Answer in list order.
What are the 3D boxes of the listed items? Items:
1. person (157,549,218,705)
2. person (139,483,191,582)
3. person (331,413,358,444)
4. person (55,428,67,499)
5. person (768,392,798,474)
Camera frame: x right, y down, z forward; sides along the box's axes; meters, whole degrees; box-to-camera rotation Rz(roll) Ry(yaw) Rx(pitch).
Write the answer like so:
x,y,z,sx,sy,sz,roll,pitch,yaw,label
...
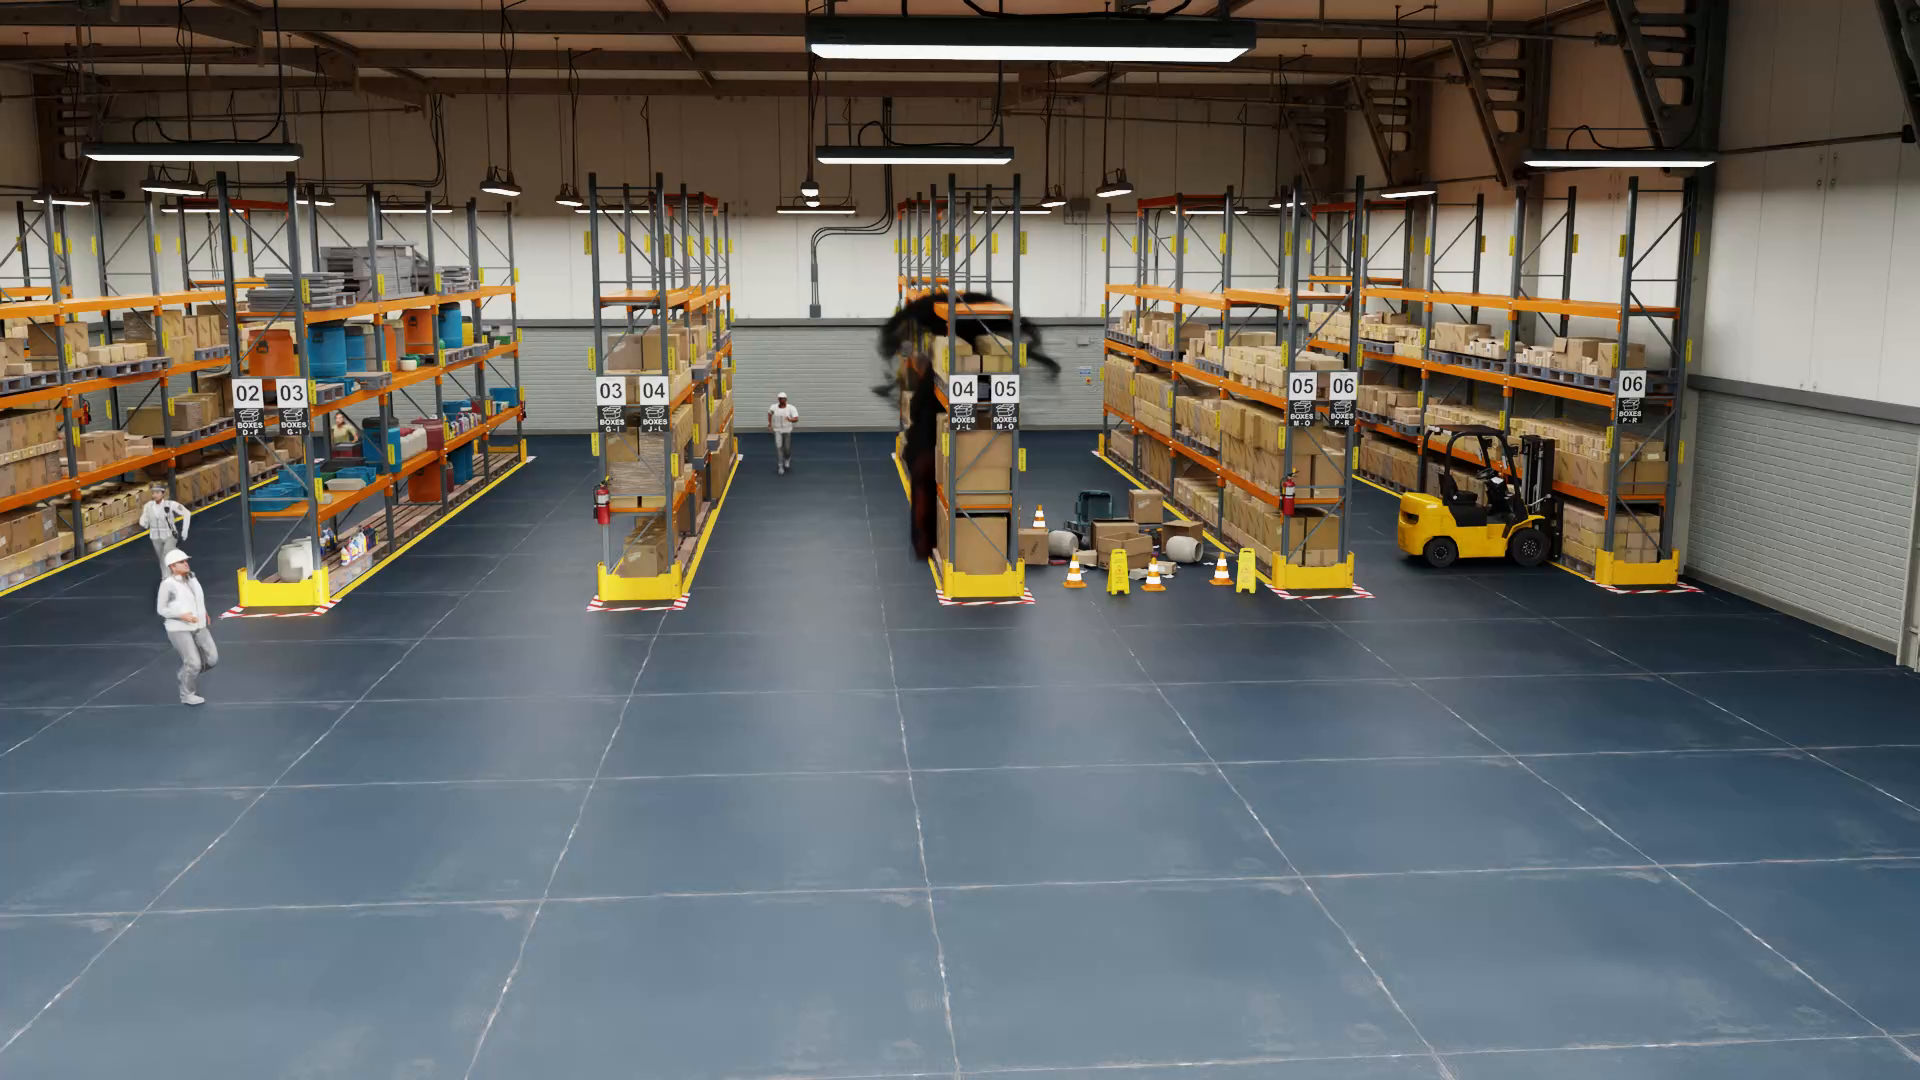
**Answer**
x,y,z,sx,sy,sz,roll,pitch,yaw,label
-8.465,0.958,18.293,0.562,1.724,0.654,3,11,19,person
-11.396,0.009,23.847,0.630,1.708,0.835,0,10,2,person
-12.693,-1.798,34.234,0.604,1.649,0.812,-1,10,-6,person
-16.736,-1.232,30.817,0.620,1.800,0.795,-1,10,-3,person
-3.947,-2.420,37.144,0.690,1.771,0.968,-1,10,-3,person
